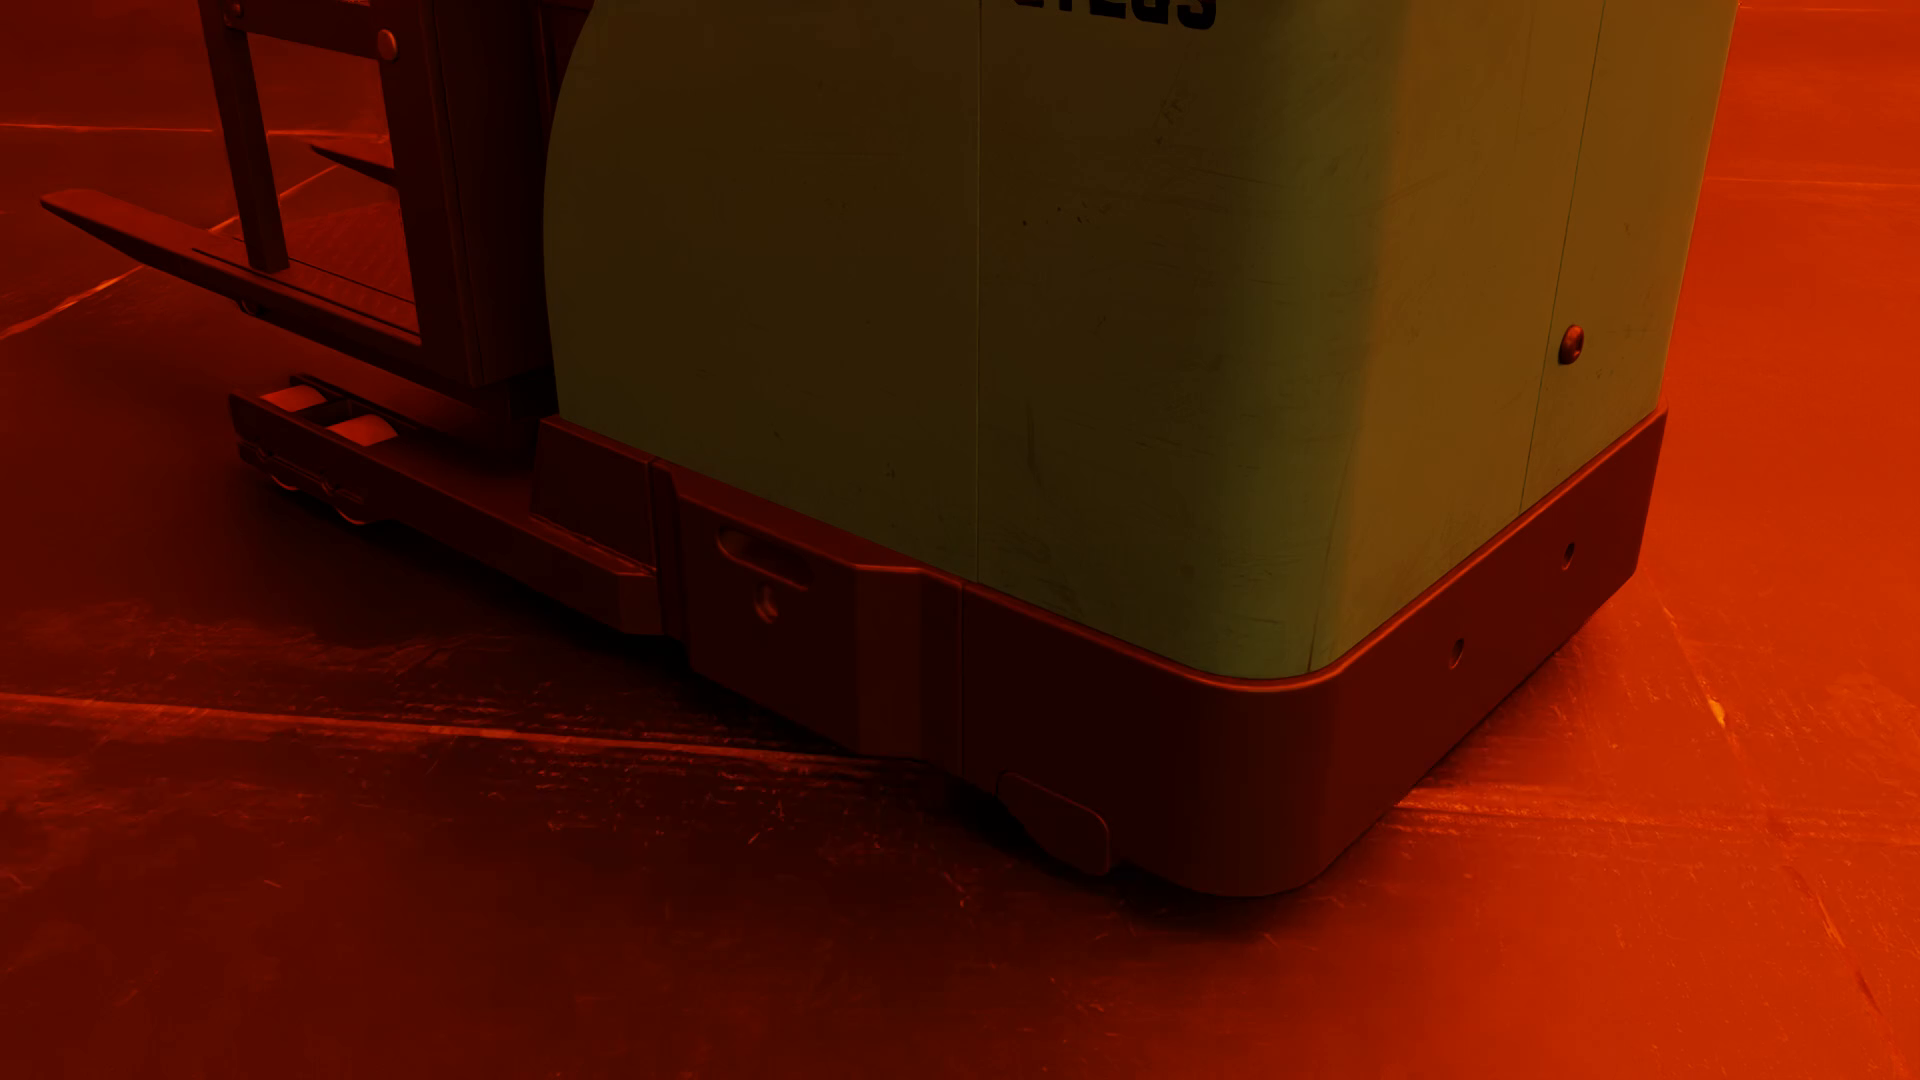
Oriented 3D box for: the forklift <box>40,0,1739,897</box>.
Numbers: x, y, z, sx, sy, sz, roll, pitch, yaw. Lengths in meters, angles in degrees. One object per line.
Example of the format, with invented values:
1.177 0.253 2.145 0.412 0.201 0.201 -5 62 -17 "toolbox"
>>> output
-0.522 -1.492 2.208 3.031 2.935 1.130 21 33 35 "forklift"
